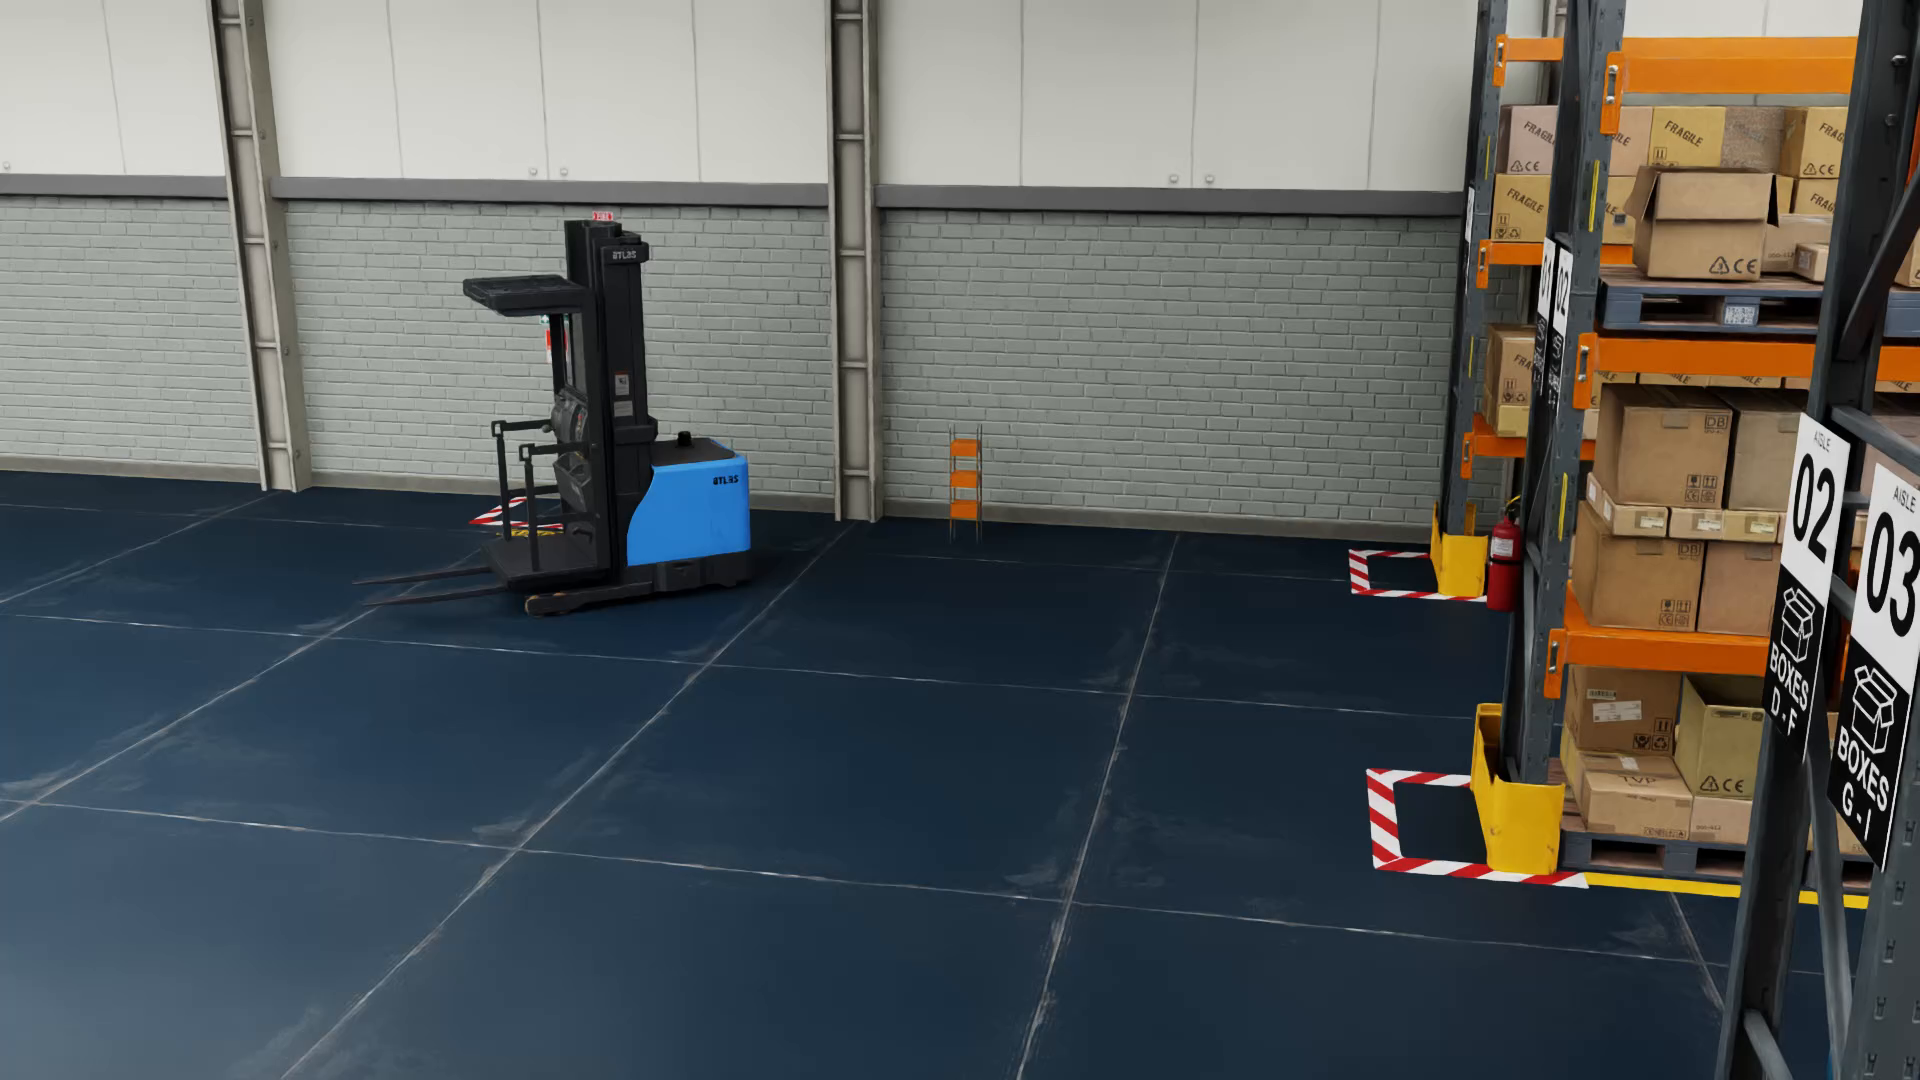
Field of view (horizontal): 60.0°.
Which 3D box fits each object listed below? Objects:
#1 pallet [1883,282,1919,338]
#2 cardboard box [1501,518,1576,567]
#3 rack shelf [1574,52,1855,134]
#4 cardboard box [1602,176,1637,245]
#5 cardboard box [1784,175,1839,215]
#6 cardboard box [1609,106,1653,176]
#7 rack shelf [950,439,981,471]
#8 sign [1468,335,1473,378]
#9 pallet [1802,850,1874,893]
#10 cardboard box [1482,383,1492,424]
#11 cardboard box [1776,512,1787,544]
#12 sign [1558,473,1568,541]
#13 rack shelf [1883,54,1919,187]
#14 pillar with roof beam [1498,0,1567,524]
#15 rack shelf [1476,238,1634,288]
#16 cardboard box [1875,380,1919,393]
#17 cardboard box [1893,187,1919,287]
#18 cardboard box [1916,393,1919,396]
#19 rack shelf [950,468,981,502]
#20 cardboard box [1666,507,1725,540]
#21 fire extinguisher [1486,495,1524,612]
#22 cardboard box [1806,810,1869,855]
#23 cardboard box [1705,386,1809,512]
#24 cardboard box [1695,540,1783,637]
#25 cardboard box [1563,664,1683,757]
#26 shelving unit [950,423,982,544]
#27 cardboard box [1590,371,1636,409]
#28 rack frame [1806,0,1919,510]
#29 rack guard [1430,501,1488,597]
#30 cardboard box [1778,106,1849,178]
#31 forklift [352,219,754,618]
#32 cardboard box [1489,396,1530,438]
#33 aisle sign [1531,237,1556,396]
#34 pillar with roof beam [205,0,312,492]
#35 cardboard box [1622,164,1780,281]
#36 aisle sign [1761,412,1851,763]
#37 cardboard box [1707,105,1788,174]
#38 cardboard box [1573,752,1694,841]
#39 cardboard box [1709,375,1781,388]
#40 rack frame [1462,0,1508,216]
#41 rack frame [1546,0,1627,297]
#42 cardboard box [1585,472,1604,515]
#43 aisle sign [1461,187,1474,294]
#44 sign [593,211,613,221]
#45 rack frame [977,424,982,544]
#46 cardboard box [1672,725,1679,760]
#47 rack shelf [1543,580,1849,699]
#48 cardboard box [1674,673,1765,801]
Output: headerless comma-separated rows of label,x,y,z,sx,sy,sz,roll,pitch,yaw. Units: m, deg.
pallet,4.972,-1.147,8.059,1.213,0.211,1.003,3,16,11
cardboard box,4.729,-0.004,13.602,0.500,0.311,0.500,1,16,5
rack shelf,5.045,-2.098,7.805,4.000,0.370,1.077,3,16,11
cardboard box,4.866,-2.531,12.666,0.500,0.500,0.500,4,16,15
cardboard box,6.401,-2.451,12.378,0.500,0.500,0.500,2,16,9
cardboard box,4.879,-3.010,12.522,0.500,0.500,0.500,3,16,10
rack shelf,0.052,-0.766,14.769,0.240,0.259,0.215,3,16,11
sign,3.961,-1.424,12.891,0.005,0.325,0.100,3,16,11
pallet,5.035,1.587,8.869,1.213,0.211,1.003,3,16,11
cardboard box,4.565,-1.112,13.630,0.500,0.250,0.500,3,16,12
cardboard box,4.177,-0.095,8.314,0.250,0.149,0.380,3,16,10
sign,2.969,-0.163,8.191,0.005,0.325,0.100,3,16,11
rack shelf,4.054,-0.802,3.128,4.000,0.370,1.077,3,16,11
pillar with roof beam,4.069,-3.103,9.335,0.400,9.000,9.100,3,16,11
rack shelf,6.028,-2.141,12.831,4.000,0.370,1.077,3,16,11
cardboard box,6.973,-1.204,12.558,0.500,0.500,0.500,3,16,11
cardboard box,4.658,-1.456,7.775,0.500,0.500,0.500,3,16,11
cardboard box,5.093,-0.415,8.254,0.500,0.500,0.700,3,16,11
rack shelf,0.052,-0.493,14.844,0.240,0.259,0.215,3,16,11
cardboard box,3.686,-0.123,8.414,0.250,0.149,0.380,3,16,10
fire extinguisher,3.062,0.057,9.312,0.183,0.674,0.296,3,16,11
cardboard box,4.547,1.409,8.649,0.500,0.250,0.500,3,16,11
cardboard box,4.108,-0.468,8.446,0.500,0.500,0.700,3,16,10
cardboard box,4.056,0.154,8.629,0.500,0.500,0.700,4,16,13
cardboard box,3.670,0.860,9.229,0.500,0.500,0.500,3,16,11
shelving unit,0.052,-0.503,14.842,0.252,1.050,0.215,3,16,11
cardboard box,4.959,-1.314,12.957,0.500,0.500,0.500,3,16,11
rack frame,2.094,-1.448,3.362,0.127,3.000,1.000,3,16,11
rack guard,4.143,0.060,13.838,0.348,0.500,1.175,3,16,11
cardboard box,6.390,-2.928,12.227,0.500,0.500,0.500,3,16,9
forklift,-3.246,-0.974,13.019,3.031,2.935,1.130,-8,17,-26
cardboard box,4.483,-0.977,13.143,0.500,0.250,0.500,3,16,9
aisle sign,3.079,-1.186,8.783,0.004,0.787,0.394,3,16,11
pillar with roof beam,-7.690,-3.741,11.640,0.400,9.000,9.100,3,16,11
cardboard box,3.647,-1.586,8.237,0.637,0.503,0.797,4,16,15
aisle sign,2.083,0.109,4.111,0.004,0.787,0.394,3,16,11
cardboard box,6.050,-3.092,12.820,0.500,0.500,0.500,3,16,11
cardboard box,3.566,1.357,8.838,0.500,0.250,0.500,3,16,11
cardboard box,5.972,-1.261,12.764,0.500,0.500,0.500,4,16,13
rack frame,4.069,-4.040,12.718,0.127,3.000,1.000,3,16,11
rack frame,3.085,-2.744,8.040,0.127,3.000,1.000,3,16,11
cardboard box,3.497,-0.243,8.847,0.250,0.149,0.380,3,16,10
aisle sign,3.938,-2.327,12.903,0.004,0.787,0.394,3,16,11
sign,-3.355,-2.942,15.651,0.199,0.298,0.001,3,16,11
rack frame,0.172,-0.497,14.818,0.008,1.050,0.200,3,16,11
cardboard box,4.162,1.245,9.243,0.500,0.250,0.500,3,16,11
rack shelf,5.045,0.601,8.552,4.000,0.370,1.077,3,16,11
cardboard box,4.057,1.022,8.644,0.500,0.500,0.500,3,16,11
